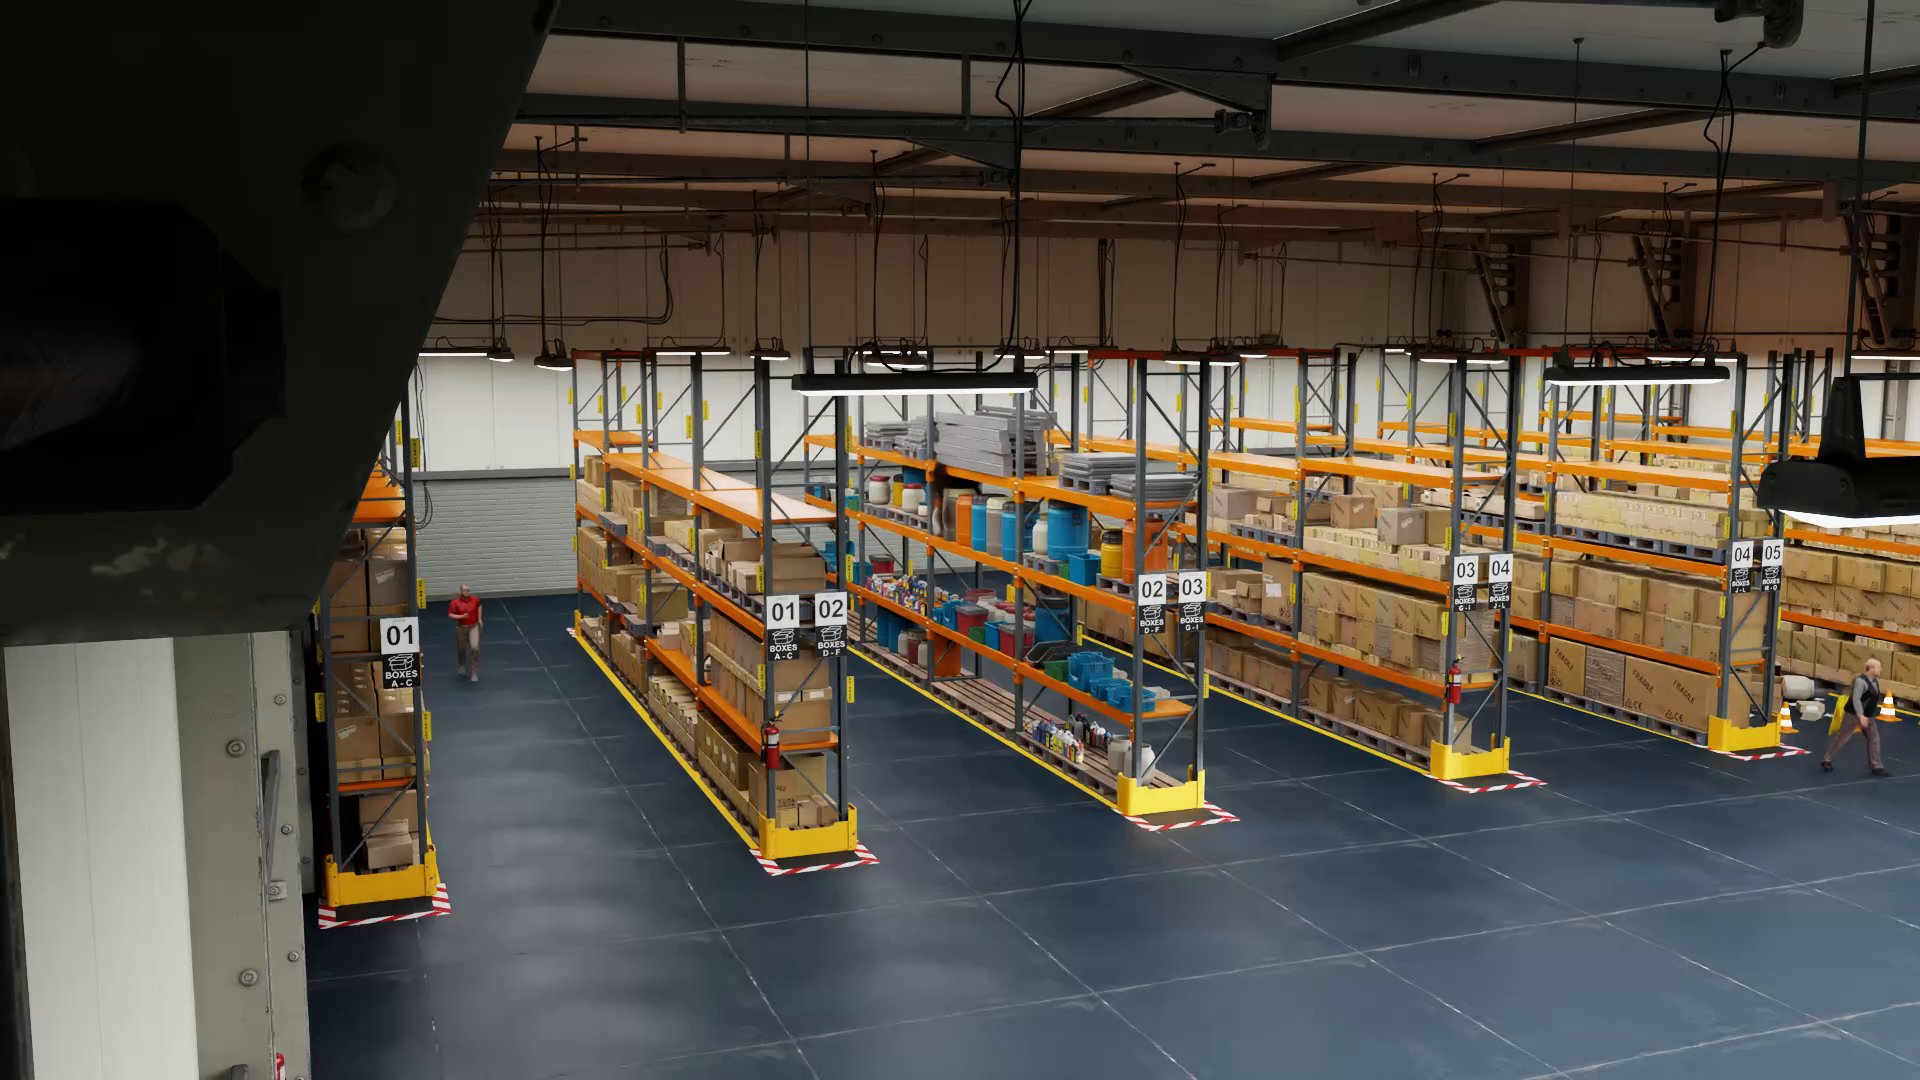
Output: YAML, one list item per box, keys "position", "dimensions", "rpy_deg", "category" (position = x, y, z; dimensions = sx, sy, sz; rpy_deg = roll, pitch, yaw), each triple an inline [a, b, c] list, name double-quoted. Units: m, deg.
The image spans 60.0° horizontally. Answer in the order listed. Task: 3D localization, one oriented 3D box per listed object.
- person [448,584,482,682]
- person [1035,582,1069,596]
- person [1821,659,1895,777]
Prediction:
- position: [-9.059, 1.689, 30.496]
  dimensions: [0.620, 1.792, 0.890]
  rpy_deg: [-3, 8, -23]
  category: "person"
- position: [1.881, 1.307, 33.555]
  dimensions: [0.734, 1.733, 0.692]
  rpy_deg: [-1, 7, -11]
  category: "person"
- position: [12.963, 2.531, 23.930]
  dimensions: [0.678, 1.678, 0.881]
  rpy_deg: [-5, 9, -36]
  category: "person"
